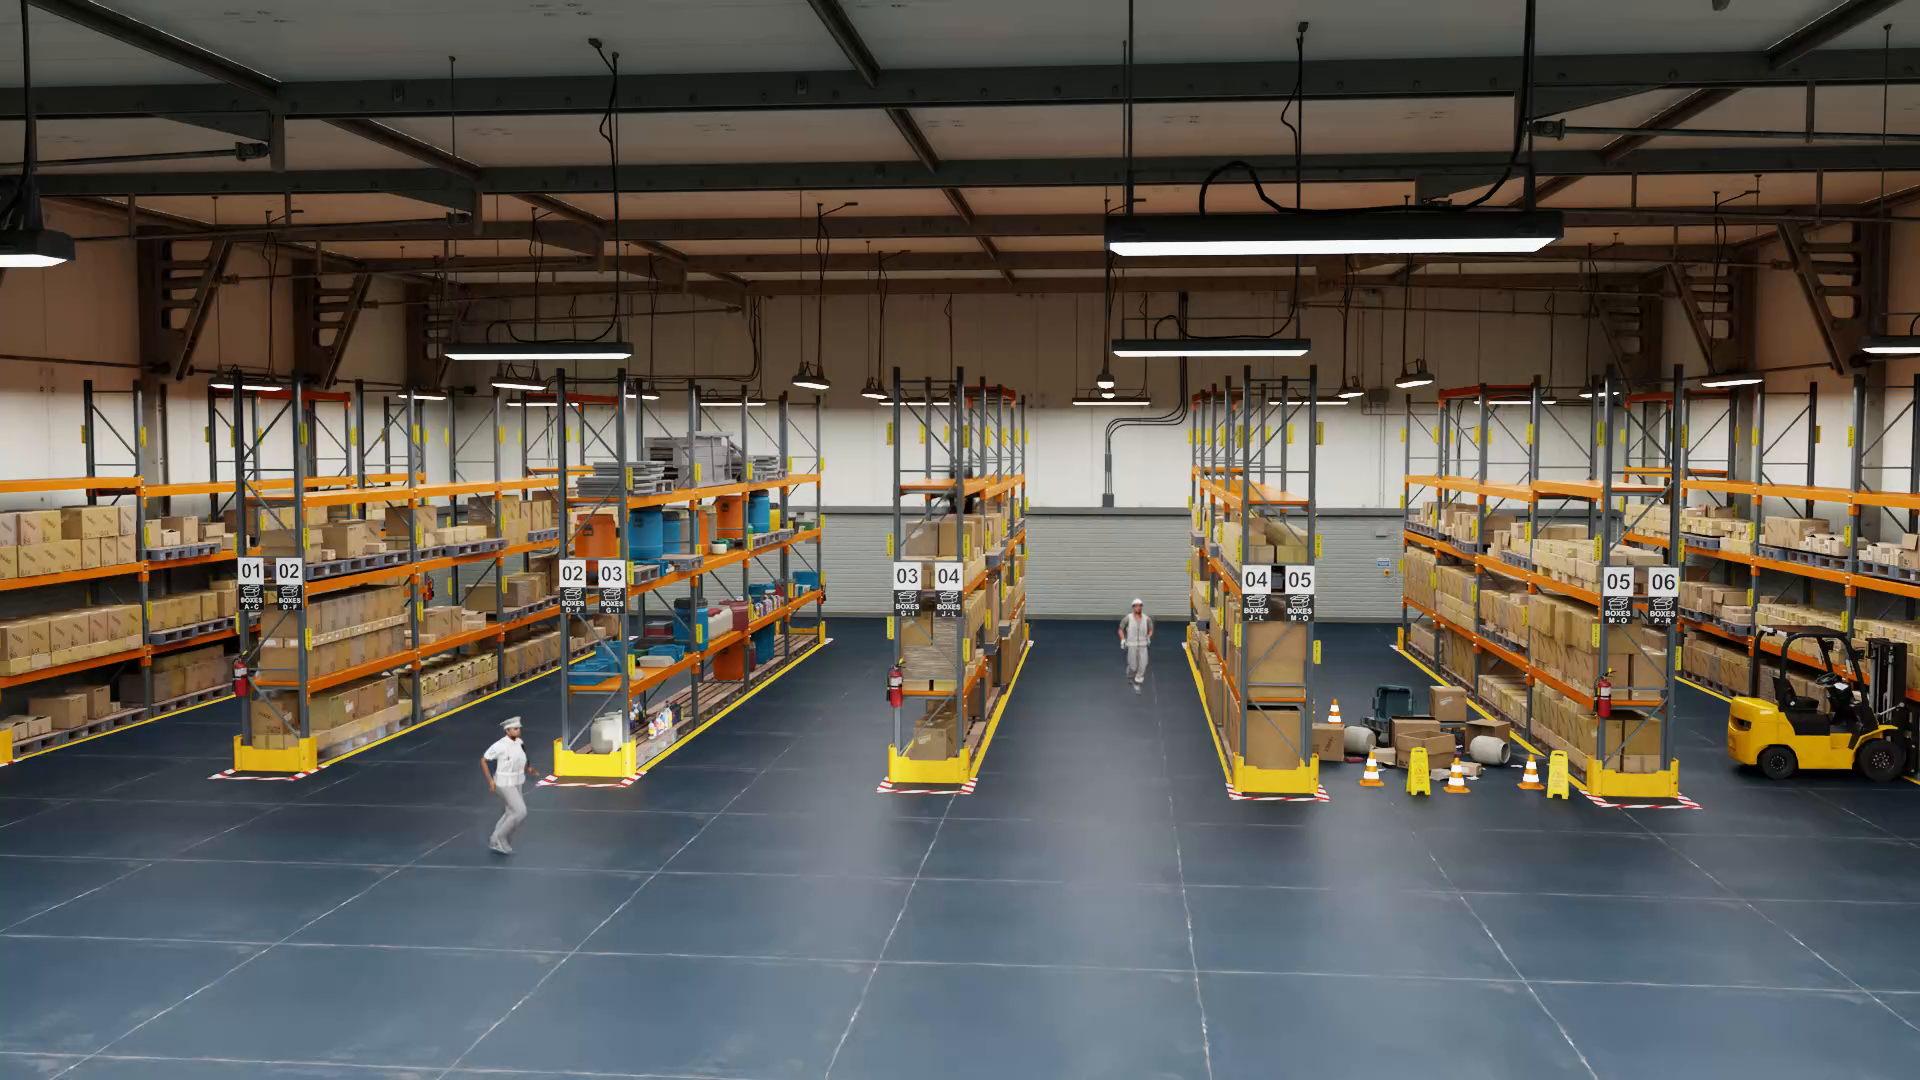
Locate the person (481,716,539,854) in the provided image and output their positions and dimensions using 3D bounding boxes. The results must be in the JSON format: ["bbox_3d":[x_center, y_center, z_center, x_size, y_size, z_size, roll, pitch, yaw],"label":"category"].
[{"bbox_3d":[-5.350,2.924,19.867,0.715,1.650,0.543,1,4,21],"label":"person"}]

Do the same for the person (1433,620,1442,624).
[{"bbox_3d":[11.594,1.722,40.021,0.547,1.581,0.609,3,5,41],"label":"person"}]

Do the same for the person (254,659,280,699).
[{"bbox_3d":[-11.452,2.510,27.531,0.526,1.549,0.536,0,4,0],"label":"person"}]

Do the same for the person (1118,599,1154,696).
[{"bbox_3d":[3.240,1.954,30.433,0.657,1.754,0.605,0,4,-5],"label":"person"}]
